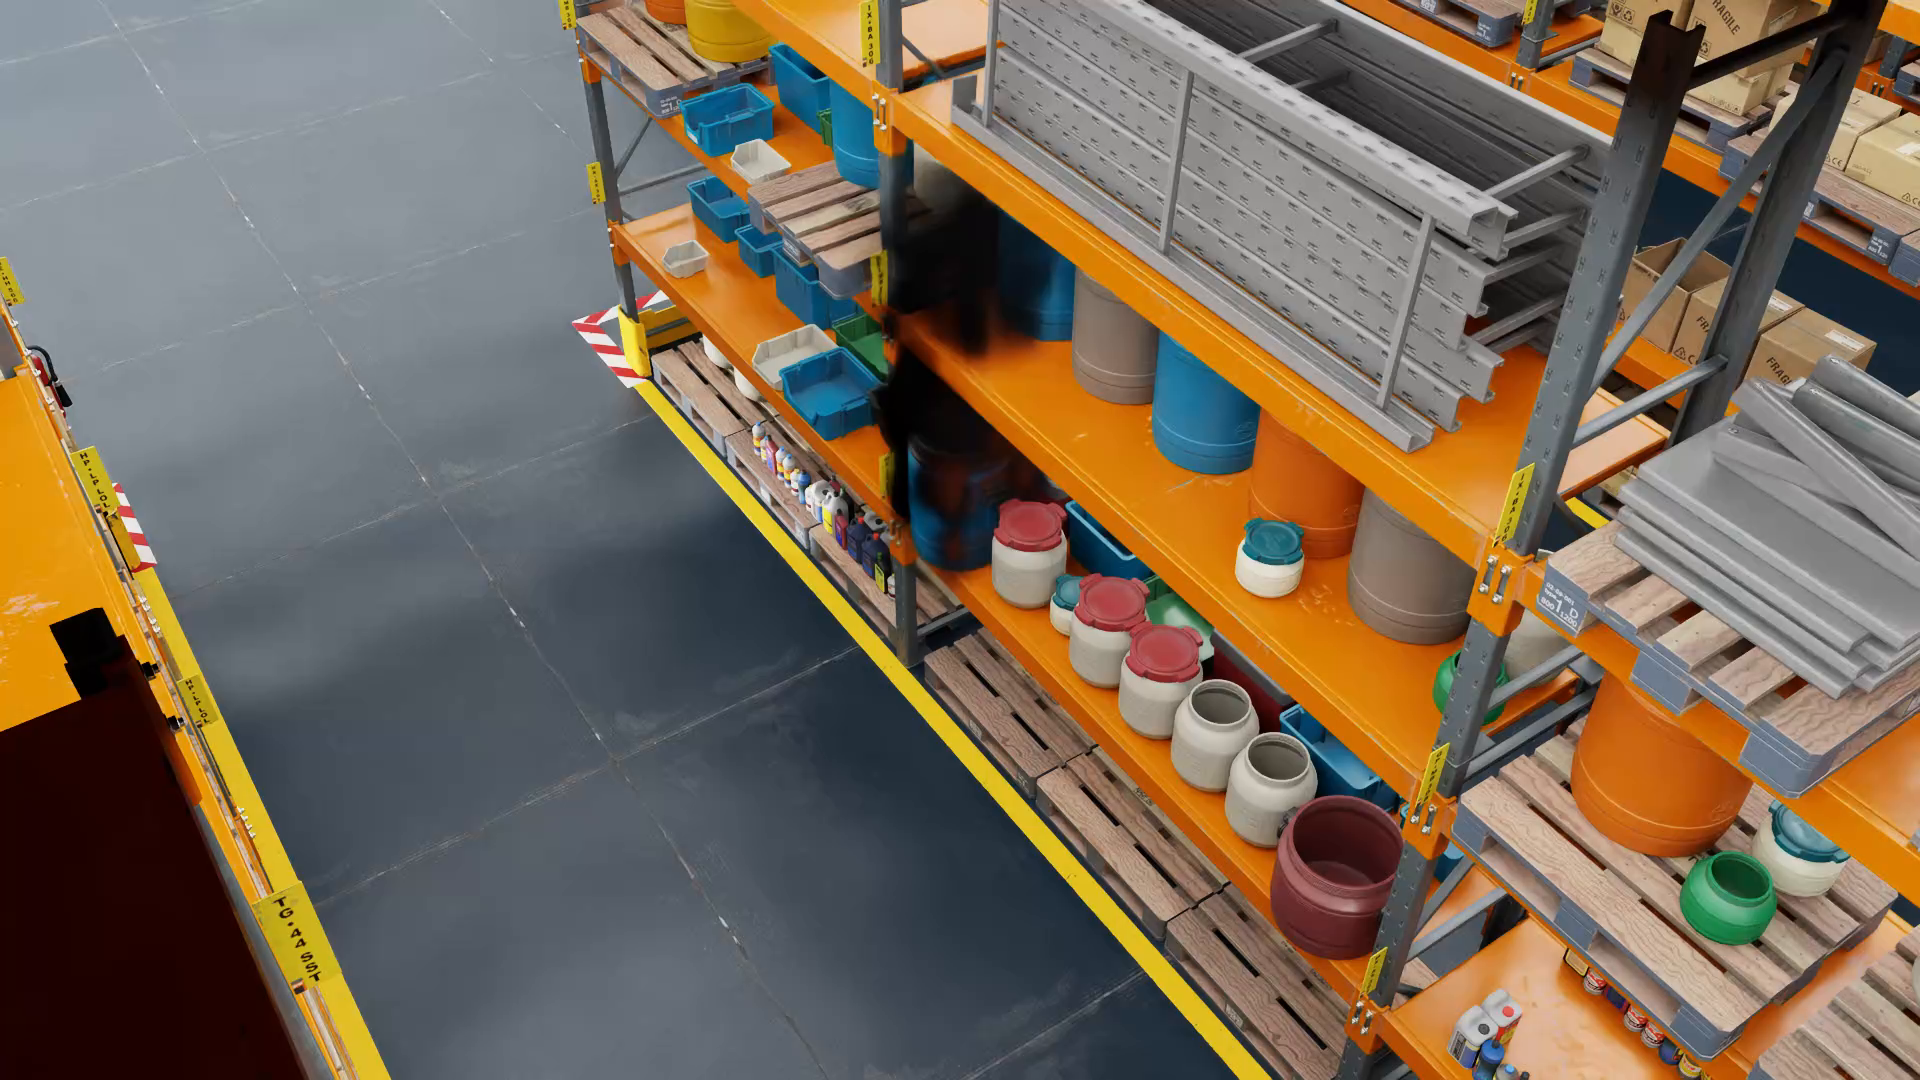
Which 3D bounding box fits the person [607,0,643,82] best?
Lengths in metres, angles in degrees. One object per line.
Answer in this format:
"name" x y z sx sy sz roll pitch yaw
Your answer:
"person" -3.272 -5.425 16.332 0.819 1.860 0.649 -6 43 -7
